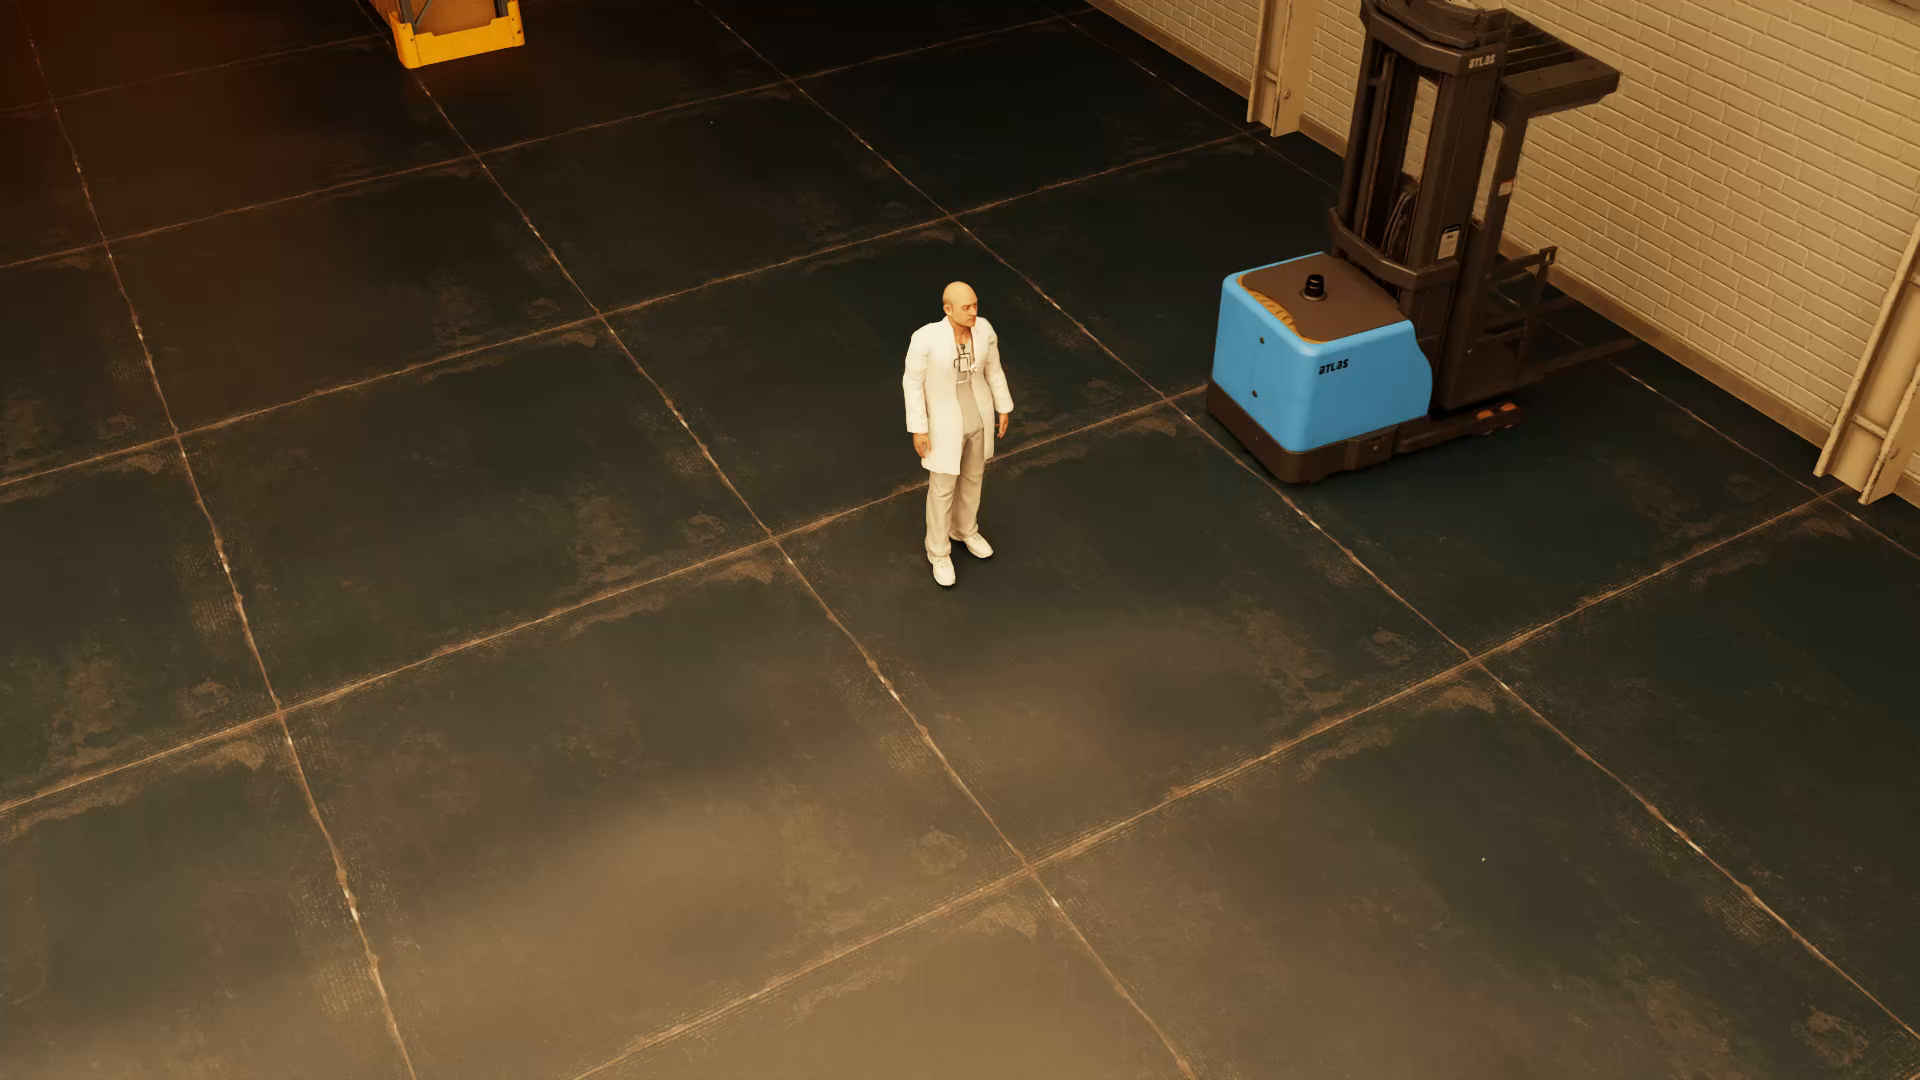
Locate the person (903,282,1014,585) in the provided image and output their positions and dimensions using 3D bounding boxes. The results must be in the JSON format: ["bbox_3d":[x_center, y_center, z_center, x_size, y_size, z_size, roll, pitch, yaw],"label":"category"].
[{"bbox_3d":[0.041,-0.638,9.698,0.694,1.775,0.581,-20,44,-23],"label":"person"}]

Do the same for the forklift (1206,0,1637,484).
[{"bbox_3d":[3.236,-2.123,10.596,3.031,2.935,1.130,-17,42,-19],"label":"forklift"}]
